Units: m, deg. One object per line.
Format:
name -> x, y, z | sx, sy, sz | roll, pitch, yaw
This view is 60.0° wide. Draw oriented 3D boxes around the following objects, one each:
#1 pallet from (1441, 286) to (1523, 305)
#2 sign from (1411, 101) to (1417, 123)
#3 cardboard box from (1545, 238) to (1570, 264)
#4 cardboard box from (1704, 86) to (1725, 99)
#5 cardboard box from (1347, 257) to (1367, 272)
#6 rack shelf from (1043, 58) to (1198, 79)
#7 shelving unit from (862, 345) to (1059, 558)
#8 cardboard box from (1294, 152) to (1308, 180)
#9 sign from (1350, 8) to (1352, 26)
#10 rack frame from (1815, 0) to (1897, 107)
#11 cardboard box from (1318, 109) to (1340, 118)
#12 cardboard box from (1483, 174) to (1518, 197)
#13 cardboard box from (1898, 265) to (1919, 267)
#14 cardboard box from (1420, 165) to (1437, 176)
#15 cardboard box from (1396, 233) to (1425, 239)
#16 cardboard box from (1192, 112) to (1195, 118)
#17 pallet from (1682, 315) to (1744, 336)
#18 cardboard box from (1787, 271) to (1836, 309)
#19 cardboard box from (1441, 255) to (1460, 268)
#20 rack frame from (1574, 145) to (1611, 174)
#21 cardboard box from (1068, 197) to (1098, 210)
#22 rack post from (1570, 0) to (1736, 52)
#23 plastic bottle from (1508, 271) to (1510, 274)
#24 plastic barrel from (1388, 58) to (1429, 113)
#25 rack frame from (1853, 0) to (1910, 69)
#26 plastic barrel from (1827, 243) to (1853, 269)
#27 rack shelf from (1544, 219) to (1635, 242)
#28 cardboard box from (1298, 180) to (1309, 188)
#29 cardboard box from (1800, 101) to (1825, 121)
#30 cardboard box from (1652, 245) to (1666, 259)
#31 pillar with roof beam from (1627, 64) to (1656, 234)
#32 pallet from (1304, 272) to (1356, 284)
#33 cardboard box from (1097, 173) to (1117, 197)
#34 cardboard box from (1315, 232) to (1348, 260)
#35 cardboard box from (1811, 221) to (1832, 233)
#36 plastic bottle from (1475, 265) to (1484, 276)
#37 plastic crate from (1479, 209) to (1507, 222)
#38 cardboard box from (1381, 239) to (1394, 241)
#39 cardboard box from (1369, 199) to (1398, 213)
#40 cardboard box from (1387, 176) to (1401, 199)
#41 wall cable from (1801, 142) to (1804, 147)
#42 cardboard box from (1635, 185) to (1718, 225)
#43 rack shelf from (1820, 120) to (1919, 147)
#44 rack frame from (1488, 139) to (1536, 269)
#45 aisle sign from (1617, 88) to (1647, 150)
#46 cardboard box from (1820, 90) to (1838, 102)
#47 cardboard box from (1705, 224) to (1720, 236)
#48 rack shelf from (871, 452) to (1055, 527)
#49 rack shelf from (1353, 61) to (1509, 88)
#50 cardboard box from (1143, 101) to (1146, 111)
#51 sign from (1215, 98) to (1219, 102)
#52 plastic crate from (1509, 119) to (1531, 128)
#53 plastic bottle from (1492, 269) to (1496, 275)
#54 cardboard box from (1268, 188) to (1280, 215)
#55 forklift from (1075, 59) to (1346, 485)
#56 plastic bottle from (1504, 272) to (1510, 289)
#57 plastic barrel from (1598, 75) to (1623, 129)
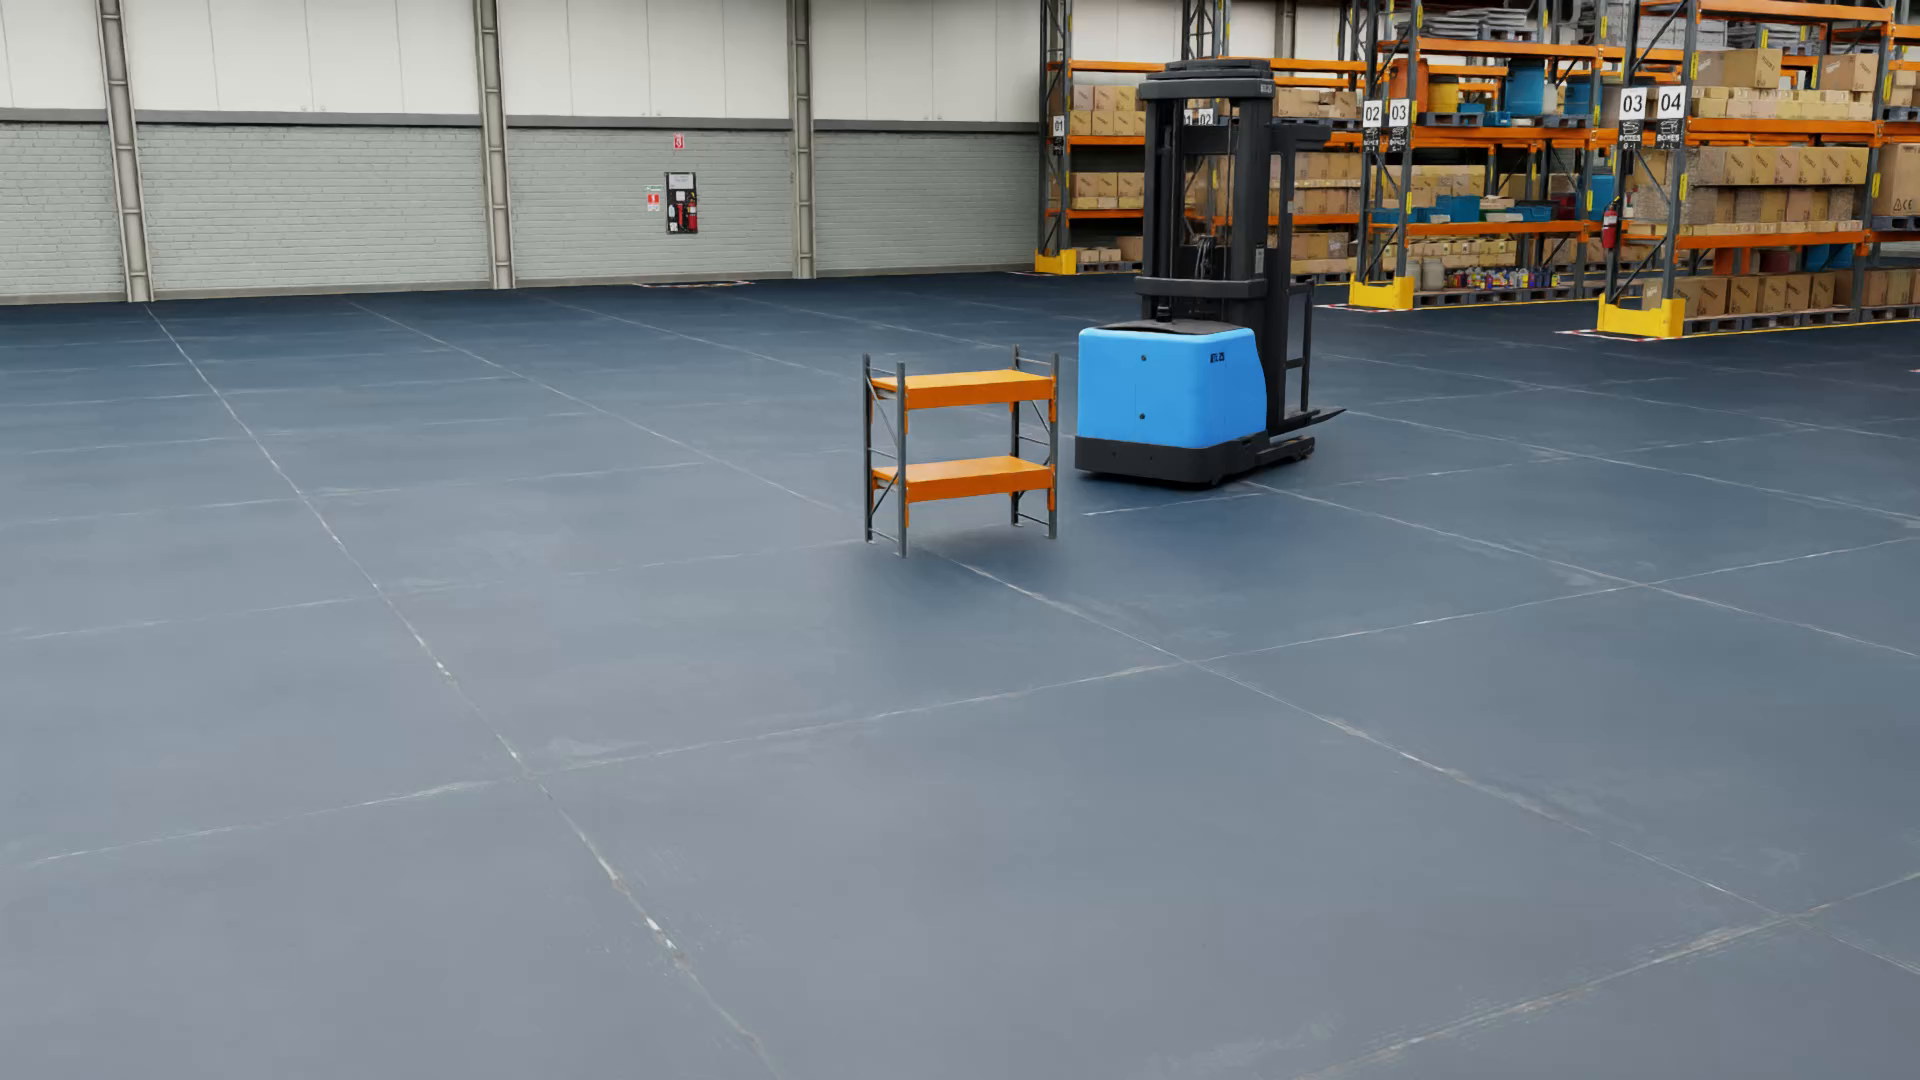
pallet -> 8.522, -4.059, 27.575 | 1.213, 0.211, 1.003 | -7, 14, -28
sign -> 6.952, -6.551, 25.448 | 0.005, 0.325, 0.100 | -7, 14, -28
cardboard box -> 12.337, -6.031, 34.679 | 0.500, 0.500, 0.500 | -7, 15, -30
cardboard box -> 9.692, -5.813, 21.623 | 0.250, 0.149, 0.380 | -6, 14, -27
cardboard box -> 7.531, -5.338, 32.217 | 0.500, 0.250, 0.500 | -7, 14, -28
rack shelf -> 3.701, -9.884, 35.091 | 4.000, 0.370, 1.077 | -7, 14, -28
shelving unit -> 0.006, -0.549, 9.902 | 1.048, 1.125, 0.538 | -7, 14, -28
cardboard box -> 6.125, -7.041, 31.295 | 0.500, 0.500, 0.700 | -7, 14, -28
sign -> 7.563, -10.090, 32.054 | 0.005, 0.325, 0.100 | -7, 14, -28
rack frame -> 12.576, -7.583, 23.222 | 0.127, 3.000, 1.000 | -7, 14, -28
cardboard box -> 6.905, -8.000, 31.204 | 0.250, 0.149, 0.380 | -7, 14, -28
cardboard box -> 12.962, -8.562, 40.552 | 0.700, 0.700, 0.980 | -7, 14, -27
cardboard box -> 14.534, -3.876, 25.105 | 0.500, 0.500, 0.700 | -6, 14, -23
cardboard box -> 10.843, -8.673, 39.071 | 0.500, 0.250, 0.500 | -7, 15, -29
cardboard box -> 10.448, -7.240, 39.300 | 0.750, 0.750, 0.750 | -7, 14, -28
cardboard box -> 4.682, -8.891, 35.590 | 0.500, 0.500, 0.500 | -8, 15, -33
pallet -> 9.862, -2.962, 22.702 | 1.213, 0.211, 1.003 | -7, 14, -28
cardboard box -> 12.206, -3.607, 23.956 | 0.500, 0.500, 0.500 | -7, 15, -30
cardboard box -> 9.655, -5.586, 33.317 | 0.500, 0.250, 0.500 | -7, 14, -27
rack frame -> 15.989, -8.783, 42.215 | 0.127, 3.000, 1.000 | -7, 14, -28
cardboard box -> 2.526, -7.026, 34.706 | 0.500, 0.250, 0.500 | -7, 15, -29
rack post -> 11.891, -8.859, 28.435 | 3.121, 1.000, 1.013 | -7, 14, -28
plastic bottle -> 9.128, -4.327, 27.601 | 0.133, 0.283, 0.061 | -7, 14, -28
plastic barrel -> 7.058, -7.143, 26.165 | 0.708, 0.830, 0.600 | -7, 14, -28
rack frame -> 17.225, -9.379, 31.203 | 0.127, 3.000, 1.000 | -7, 14, -28
plastic barrel -> 16.739, -5.580, 31.806 | 0.708, 0.901, 0.600 | -7, 14, -28
rack shelf -> 11.959, -5.470, 29.136 | 4.000, 0.370, 1.077 | -7, 14, -28
cardboard box -> 6.350, -6.699, 31.253 | 0.250, 0.149, 0.380 | -6, 14, -26
cardboard box -> 11.393, -5.841, 22.653 | 0.500, 0.250, 0.500 | -7, 14, -28
cardboard box -> 15.327, -6.313, 36.363 | 0.500, 0.311, 0.500 | -7, 14, -28
pillar with roof beam -> 20.007, -11.330, 39.872 | 0.548, 9.000, 9.100 | -7, 14, -28
pallet -> 7.115, -5.130, 32.335 | 1.213, 0.211, 1.003 | -7, 14, -28
cardboard box -> 2.947, -7.444, 34.856 | 0.500, 0.500, 0.500 | -7, 14, -28
cardboard box -> 7.086, -5.654, 31.911 | 0.500, 0.500, 0.500 | -7, 14, -28
cardboard box -> 11.890, -4.368, 23.169 | 0.250, 0.149, 0.380 | -7, 14, -28
plastic bottle -> 8.757, -4.464, 28.055 | 0.185, 0.351, 0.144 | -7, 14, -28
plastic crate -> 8.877, -5.419, 27.752 | 0.662, 0.188, 0.450 | -7, 14, -28
cardboard box -> 8.505, -5.857, 33.243 | 0.500, 0.311, 0.500 | -6, 14, -26
cardboard box -> 8.244, -6.553, 32.649 | 0.500, 0.250, 0.500 | -6, 14, -24
cardboard box -> 9.980, -8.200, 38.674 | 0.500, 0.500, 0.500 | -6, 14, -26
wall cable -> 21.125, -10.721, 44.235 | 0.112, 2.526, 3.097 | -7, 14, -28
cardboard box -> 9.561, -4.482, 22.201 | 0.500, 0.500, 0.875 | -7, 14, -28
rack shelf -> 14.332, -5.979, 24.565 | 4.000, 0.370, 1.077 | -7, 14, -28
rack frame -> 11.344, -6.987, 34.235 | 0.127, 3.000, 1.000 | -7, 14, -28
aisle sign -> 8.867, -5.555, 21.953 | 0.004, 0.787, 0.394 | -7, 14, -28
cardboard box -> 11.743, -6.064, 22.735 | 0.250, 0.149, 0.380 | -7, 15, -30
cardboard box -> 9.885, -4.143, 22.172 | 0.250, 0.149, 0.380 | -7, 14, -28
rack shelf -> 0.006, -0.311, 9.955 | 1.000, 0.278, 0.538 | -7, 14, -28
rack shelf -> 9.589, -9.157, 32.764 | 4.000, 0.370, 1.077 | -7, 14, -28
cardboard box -> 4.217, -9.308, 35.168 | 0.500, 0.500, 0.500 | -7, 15, -30
sign -> 4.583, -7.966, 29.583 | 0.005, 0.325, 0.100 | -7, 14, -28
plastic crate -> 8.988, -6.699, 26.725 | 0.396, 0.136, 0.243 | -7, 14, -28
plastic bottle -> 9.019, -4.447, 28.162 | 0.097, 0.271, 0.097 | 0, 13, 0
cardboard box -> 5.635, -6.348, 31.168 | 0.500, 0.500, 0.700 | -7, 14, -27
forklift -> 2.086, -2.082, 12.599 | 1.130, 2.935, 3.031 | 9, 15, 34
plastic bottle -> 9.000, -4.272, 27.385 | 0.097, 0.271, 0.097 | 0, 13, 0
plastic barrel -> 11.120, -7.483, 28.467 | 0.600, 0.901, 0.600 | 0, 13, 0
